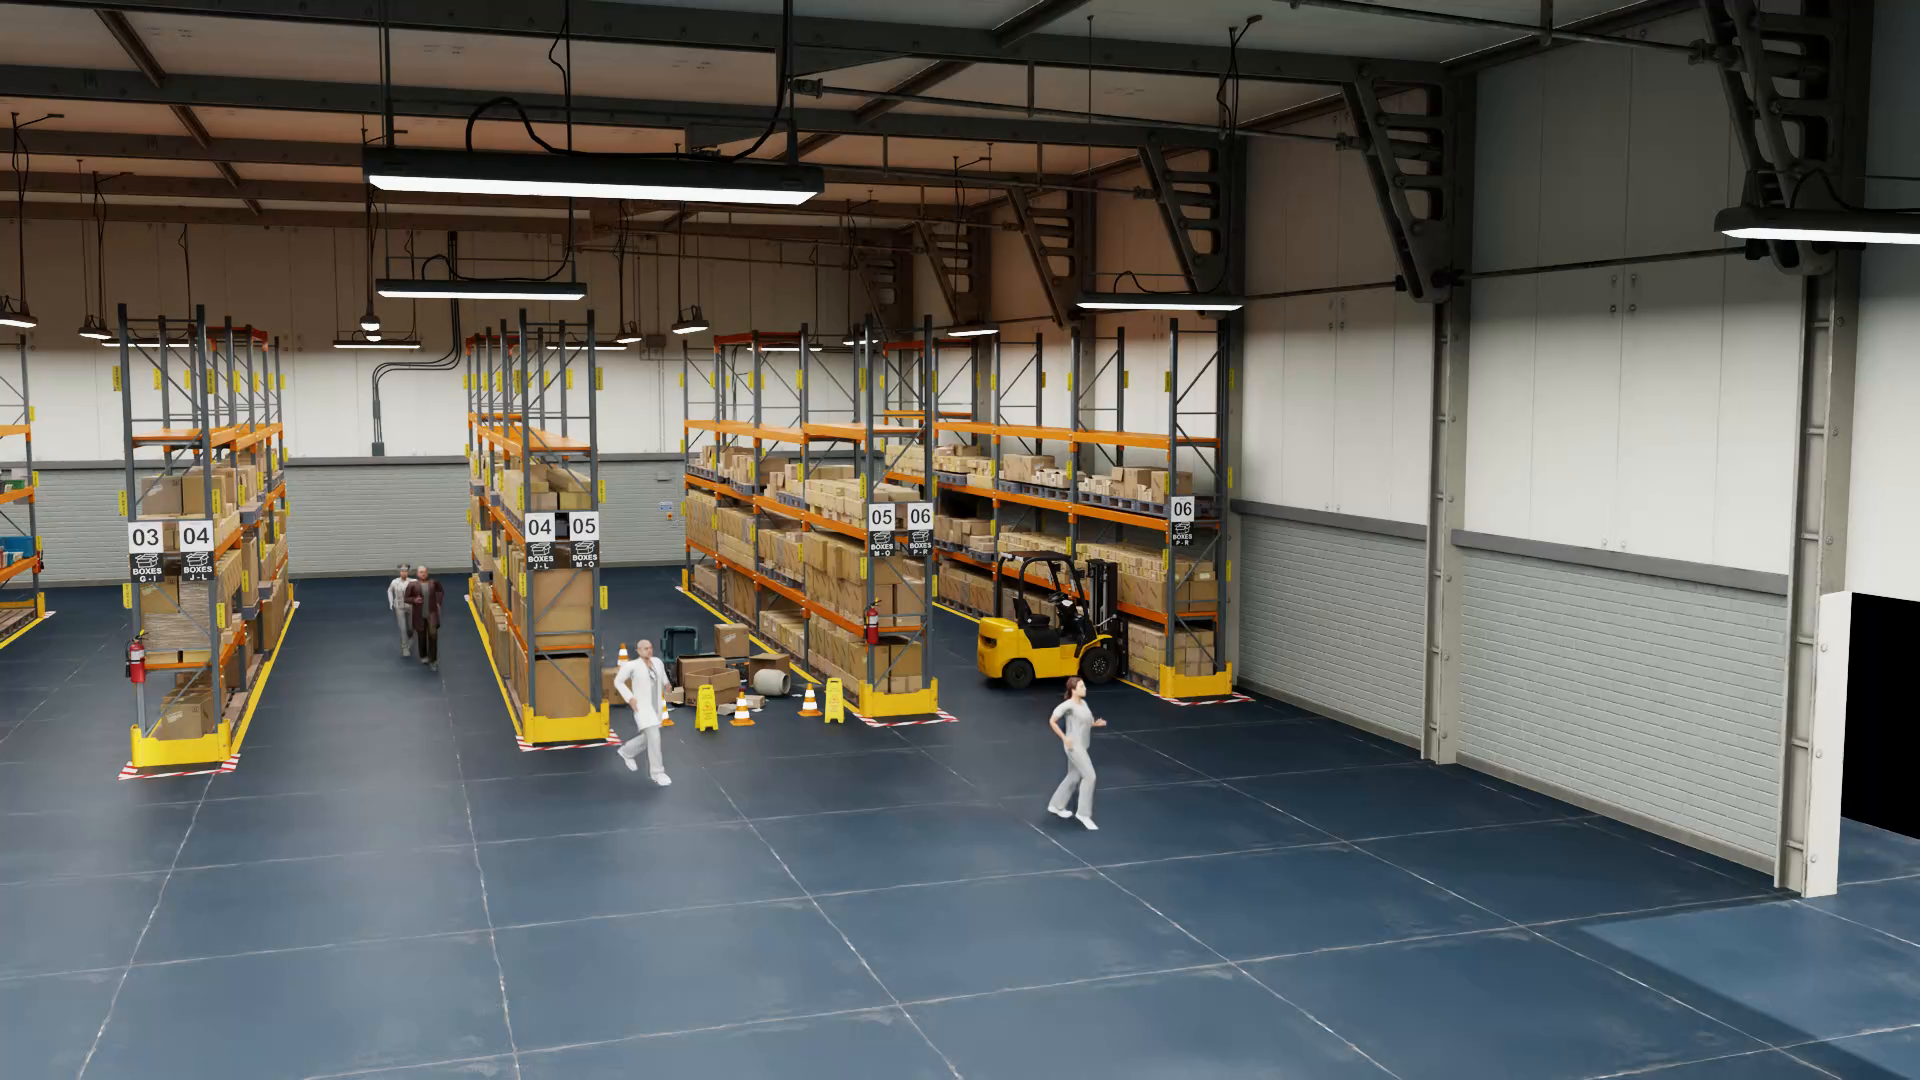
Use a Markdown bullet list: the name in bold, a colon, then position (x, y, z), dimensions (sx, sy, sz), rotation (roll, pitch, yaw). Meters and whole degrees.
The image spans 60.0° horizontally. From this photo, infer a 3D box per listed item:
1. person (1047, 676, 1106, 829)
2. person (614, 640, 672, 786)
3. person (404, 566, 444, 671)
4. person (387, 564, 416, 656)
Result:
- **person**: position (1.307, 2.395, 18.808), dimensions (0.709, 1.726, 0.548), rotation (3, 6, 26)
- **person**: position (-3.956, 2.136, 20.942), dimensions (0.972, 1.792, 0.693), rotation (4, 7, 38)
- **person**: position (-9.363, 1.367, 29.090), dimensions (0.687, 1.851, 0.867), rotation (-2, 6, -20)
- **person**: position (-10.191, 1.252, 30.556), dimensions (0.614, 1.674, 0.880), rotation (-2, 6, -18)
